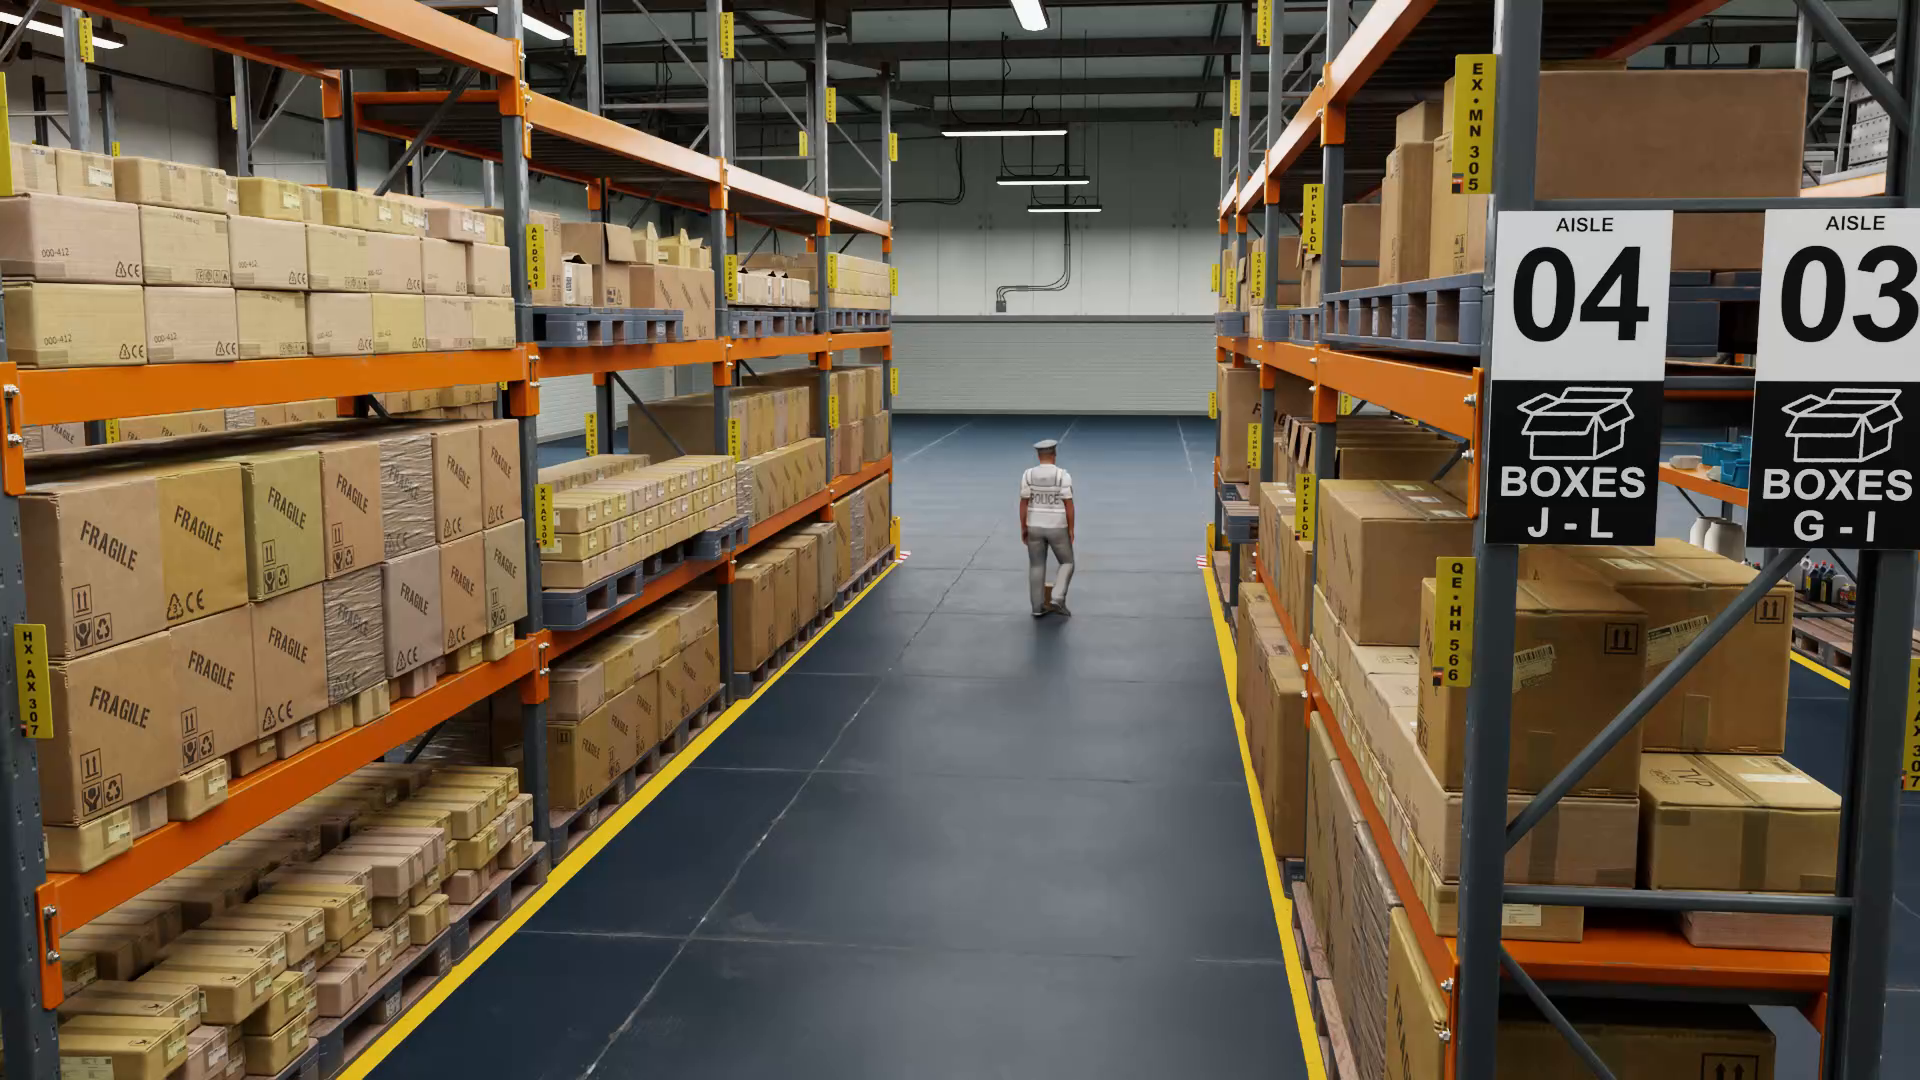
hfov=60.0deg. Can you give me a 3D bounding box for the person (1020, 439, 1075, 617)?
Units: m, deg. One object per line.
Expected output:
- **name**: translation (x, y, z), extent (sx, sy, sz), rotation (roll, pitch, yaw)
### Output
- **person**: translation (0.864, -0.113, 16.457), extent (0.548, 1.751, 0.515), rotation (2, 8, 15)
